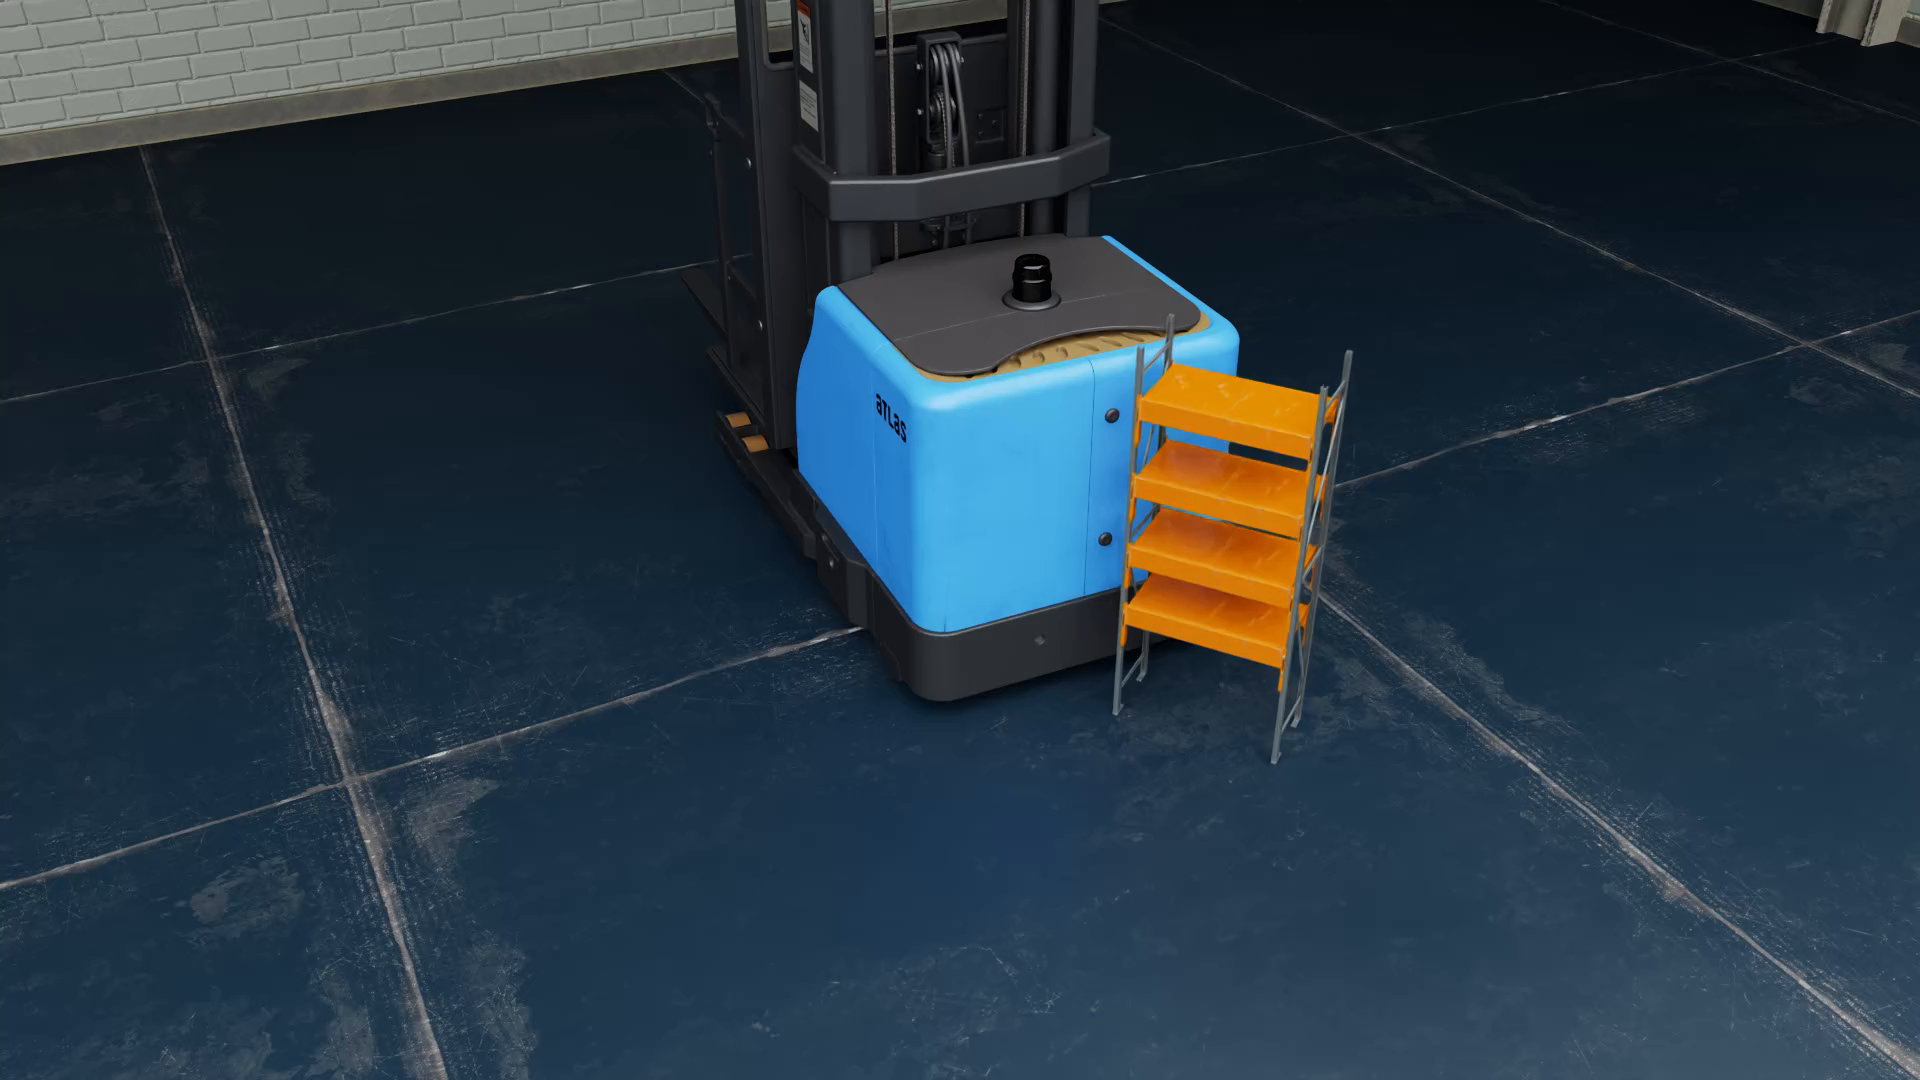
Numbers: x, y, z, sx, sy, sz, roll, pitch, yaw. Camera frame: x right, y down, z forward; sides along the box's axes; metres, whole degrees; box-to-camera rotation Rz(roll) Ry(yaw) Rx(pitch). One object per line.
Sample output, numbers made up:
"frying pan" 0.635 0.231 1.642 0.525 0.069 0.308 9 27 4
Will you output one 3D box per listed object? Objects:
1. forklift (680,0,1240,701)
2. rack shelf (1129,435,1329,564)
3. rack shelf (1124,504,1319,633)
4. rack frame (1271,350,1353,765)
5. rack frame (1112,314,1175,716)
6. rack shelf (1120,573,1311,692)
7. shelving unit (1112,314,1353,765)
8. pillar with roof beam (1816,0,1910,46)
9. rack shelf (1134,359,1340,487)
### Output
"forklift" -0.262 -1.541 5.438 1.130 2.935 3.031 -14 35 -21
"rack shelf" 0.734 -0.116 4.528 0.480 0.148 0.258 15 35 23
"rack shelf" 0.733 0.073 4.647 0.480 0.148 0.258 15 35 23
"rack frame" 0.950 0.076 4.517 0.015 1.200 0.240 15 35 23
"rack frame" 0.516 -0.044 4.705 0.015 1.200 0.240 15 35 23
"rack shelf" 0.732 0.241 4.753 0.480 0.148 0.258 15 35 23
"shelving unit" 0.733 0.016 4.611 0.503 1.200 0.258 15 35 23
"pillar with roof beam" 2.078 -6.017 6.801 9.100 9.000 0.400 -16 36 -23
"rack shelf" 0.734 -0.316 4.401 0.480 0.148 0.258 15 35 23
